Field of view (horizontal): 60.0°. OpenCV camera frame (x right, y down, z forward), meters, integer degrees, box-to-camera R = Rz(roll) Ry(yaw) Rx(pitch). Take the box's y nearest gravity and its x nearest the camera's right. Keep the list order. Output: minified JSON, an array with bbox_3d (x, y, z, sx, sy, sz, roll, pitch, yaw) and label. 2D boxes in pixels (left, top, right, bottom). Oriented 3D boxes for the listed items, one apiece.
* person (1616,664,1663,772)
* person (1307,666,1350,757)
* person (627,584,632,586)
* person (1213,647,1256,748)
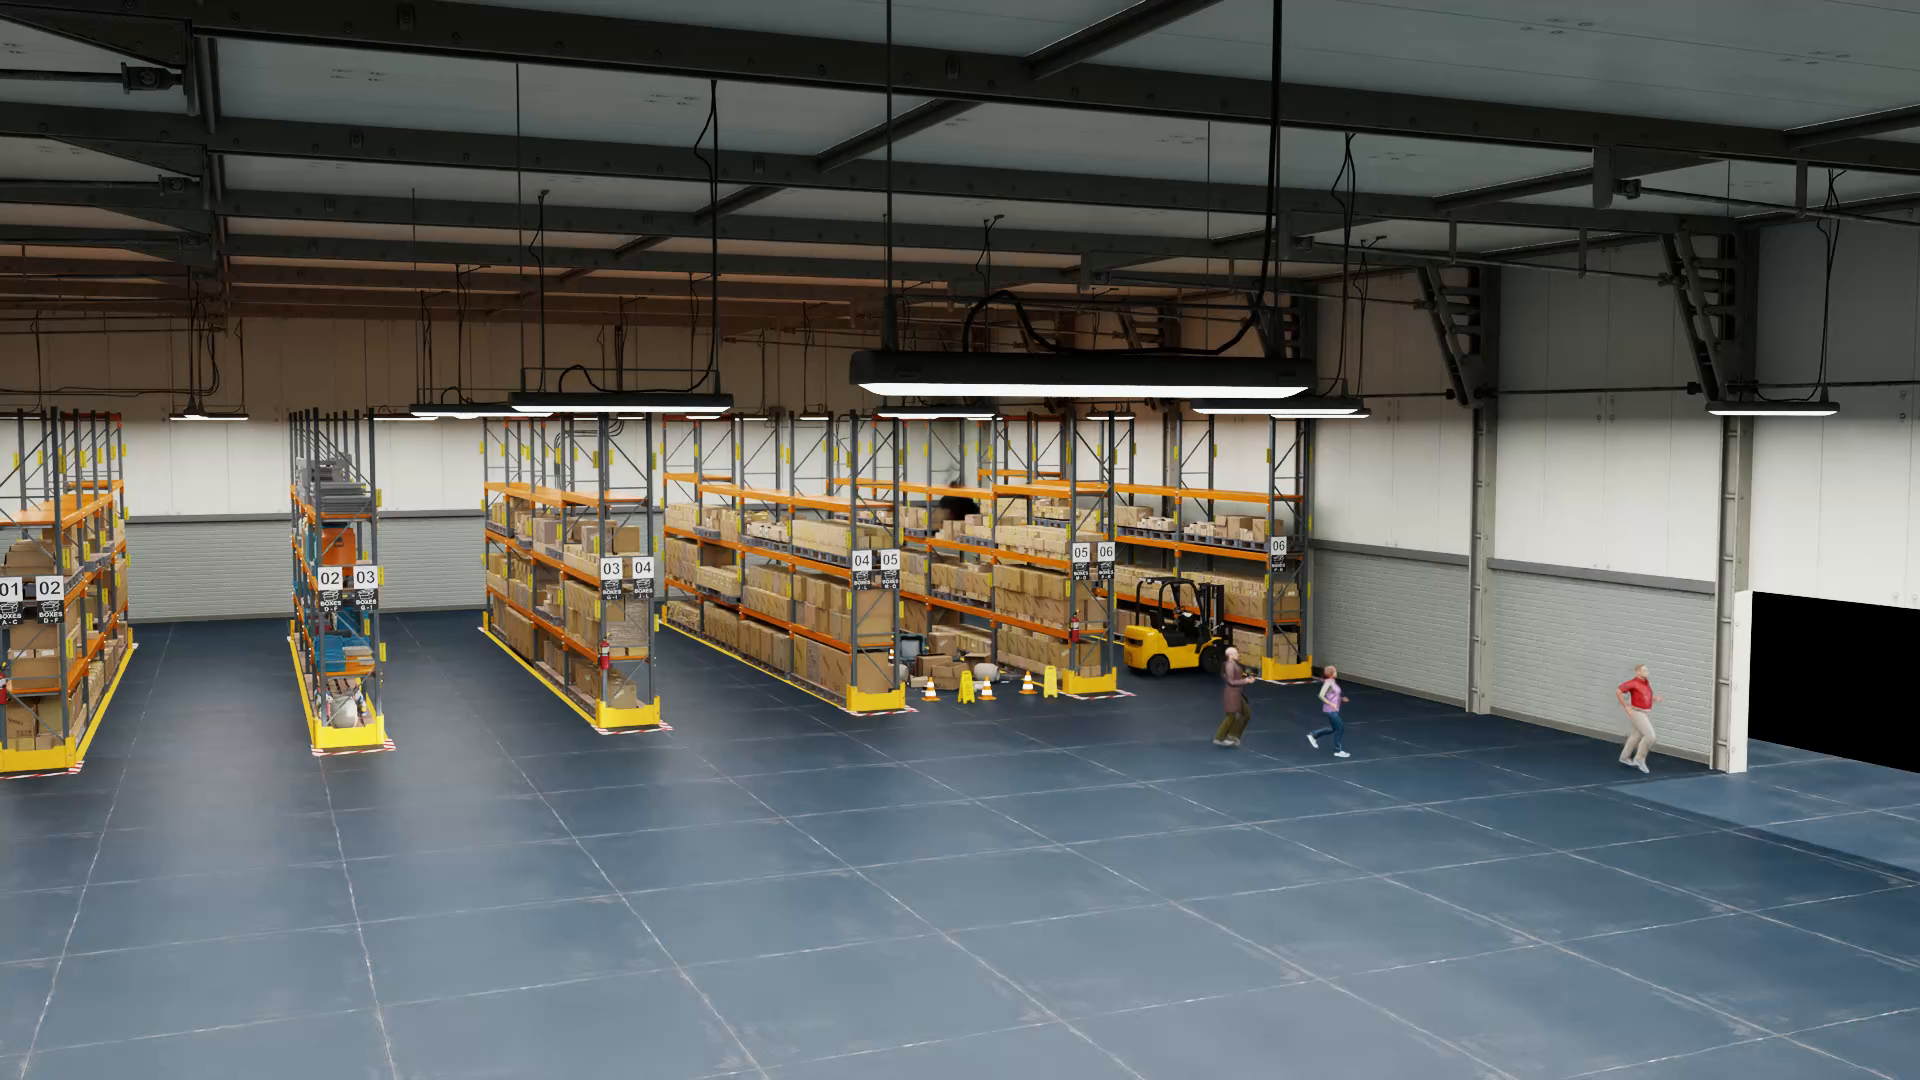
[{"bbox_3d":[11.257,2.946,27.495,0.707,1.780,0.645,4,5,43],"label":"person"},{"bbox_3d":[6.344,2.936,28.601,0.743,1.561,0.546,2,4,22],"label":"person"},{"bbox_3d":[-9.686,1.536,47.359,0.737,1.783,0.907,0,4,0],"label":"person"},{"bbox_3d":[4.846,2.835,29.309,0.754,1.729,0.688,1,4,20],"label":"person"}]
